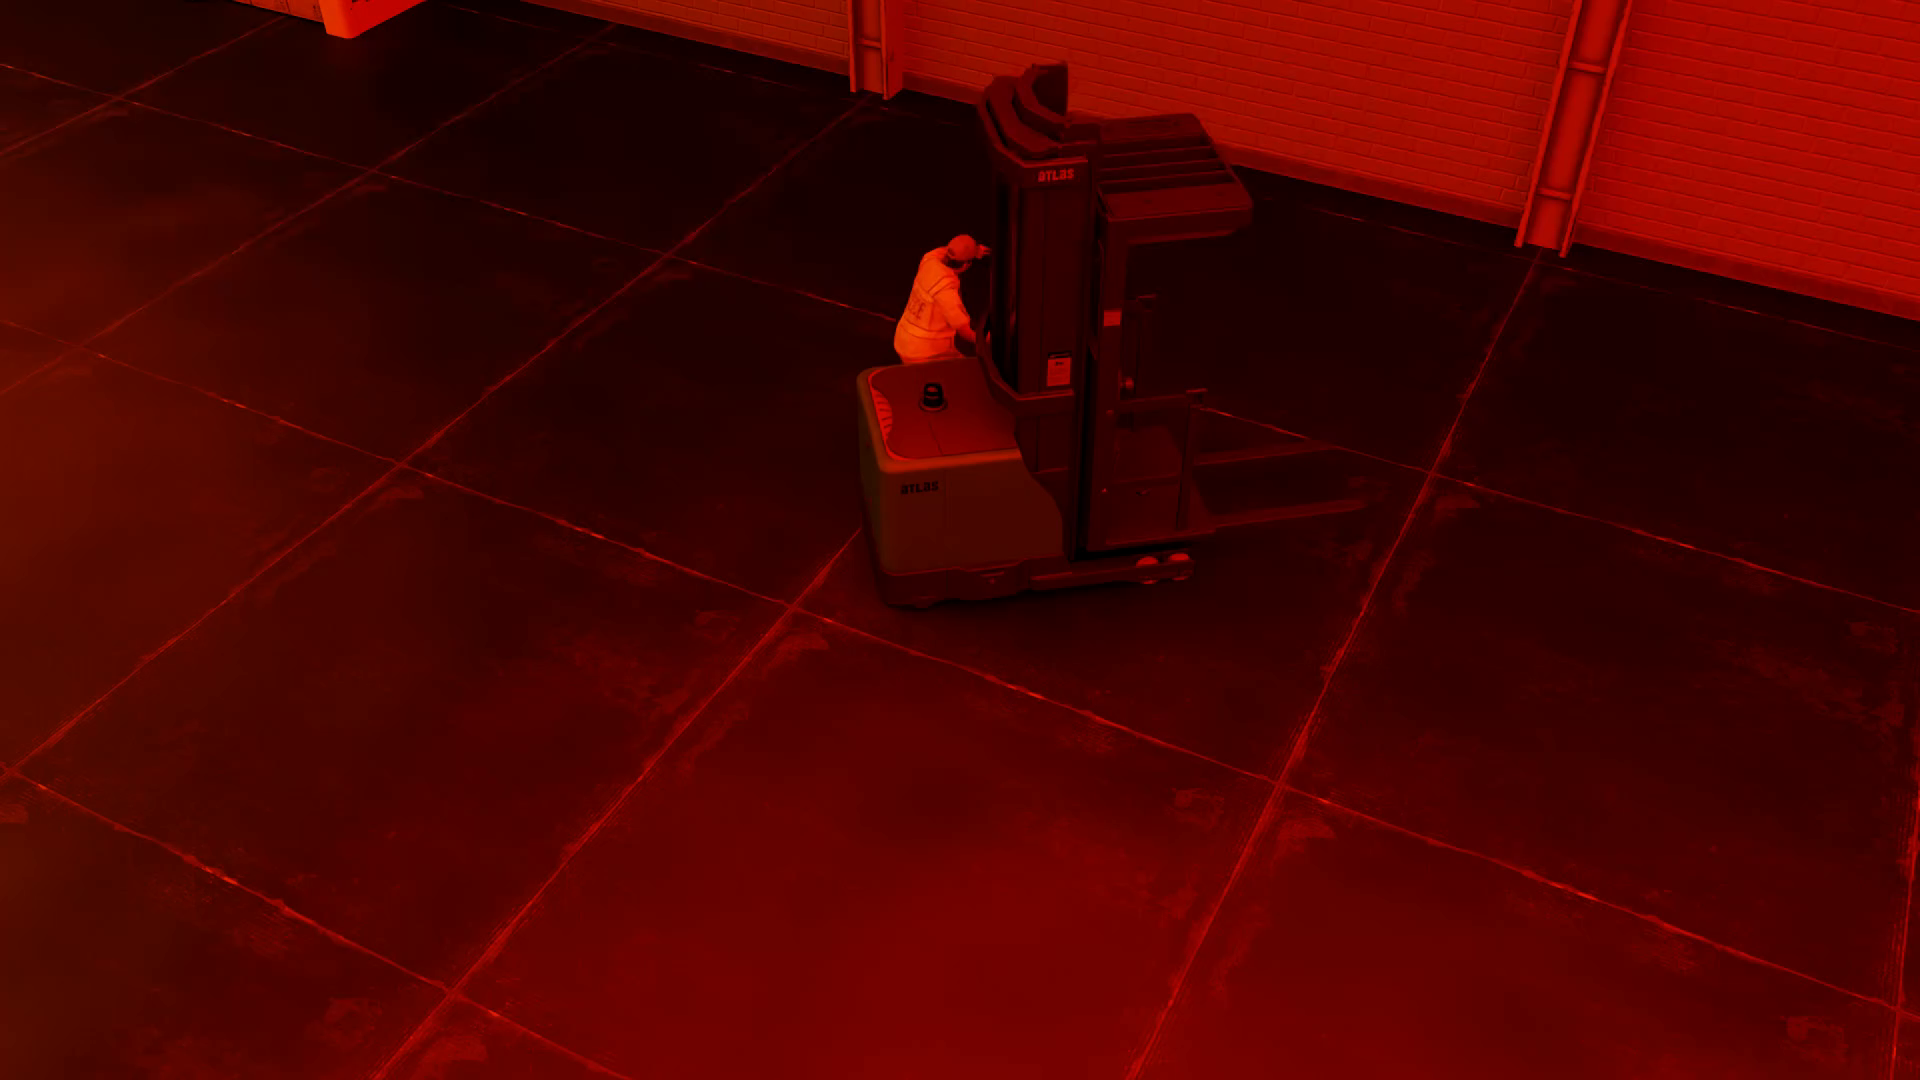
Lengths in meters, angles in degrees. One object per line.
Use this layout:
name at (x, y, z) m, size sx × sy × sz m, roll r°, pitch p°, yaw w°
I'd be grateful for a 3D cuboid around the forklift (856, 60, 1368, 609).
forklift at (0.943, -1.186, 9.394) m, size 3.031 × 2.935 × 1.130 m, roll -7°, pitch 41°, yaw -8°

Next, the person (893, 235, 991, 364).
person at (0.029, -1.225, 10.609) m, size 0.833 × 1.423 × 1.358 m, roll -13°, pitch 42°, yaw -15°
